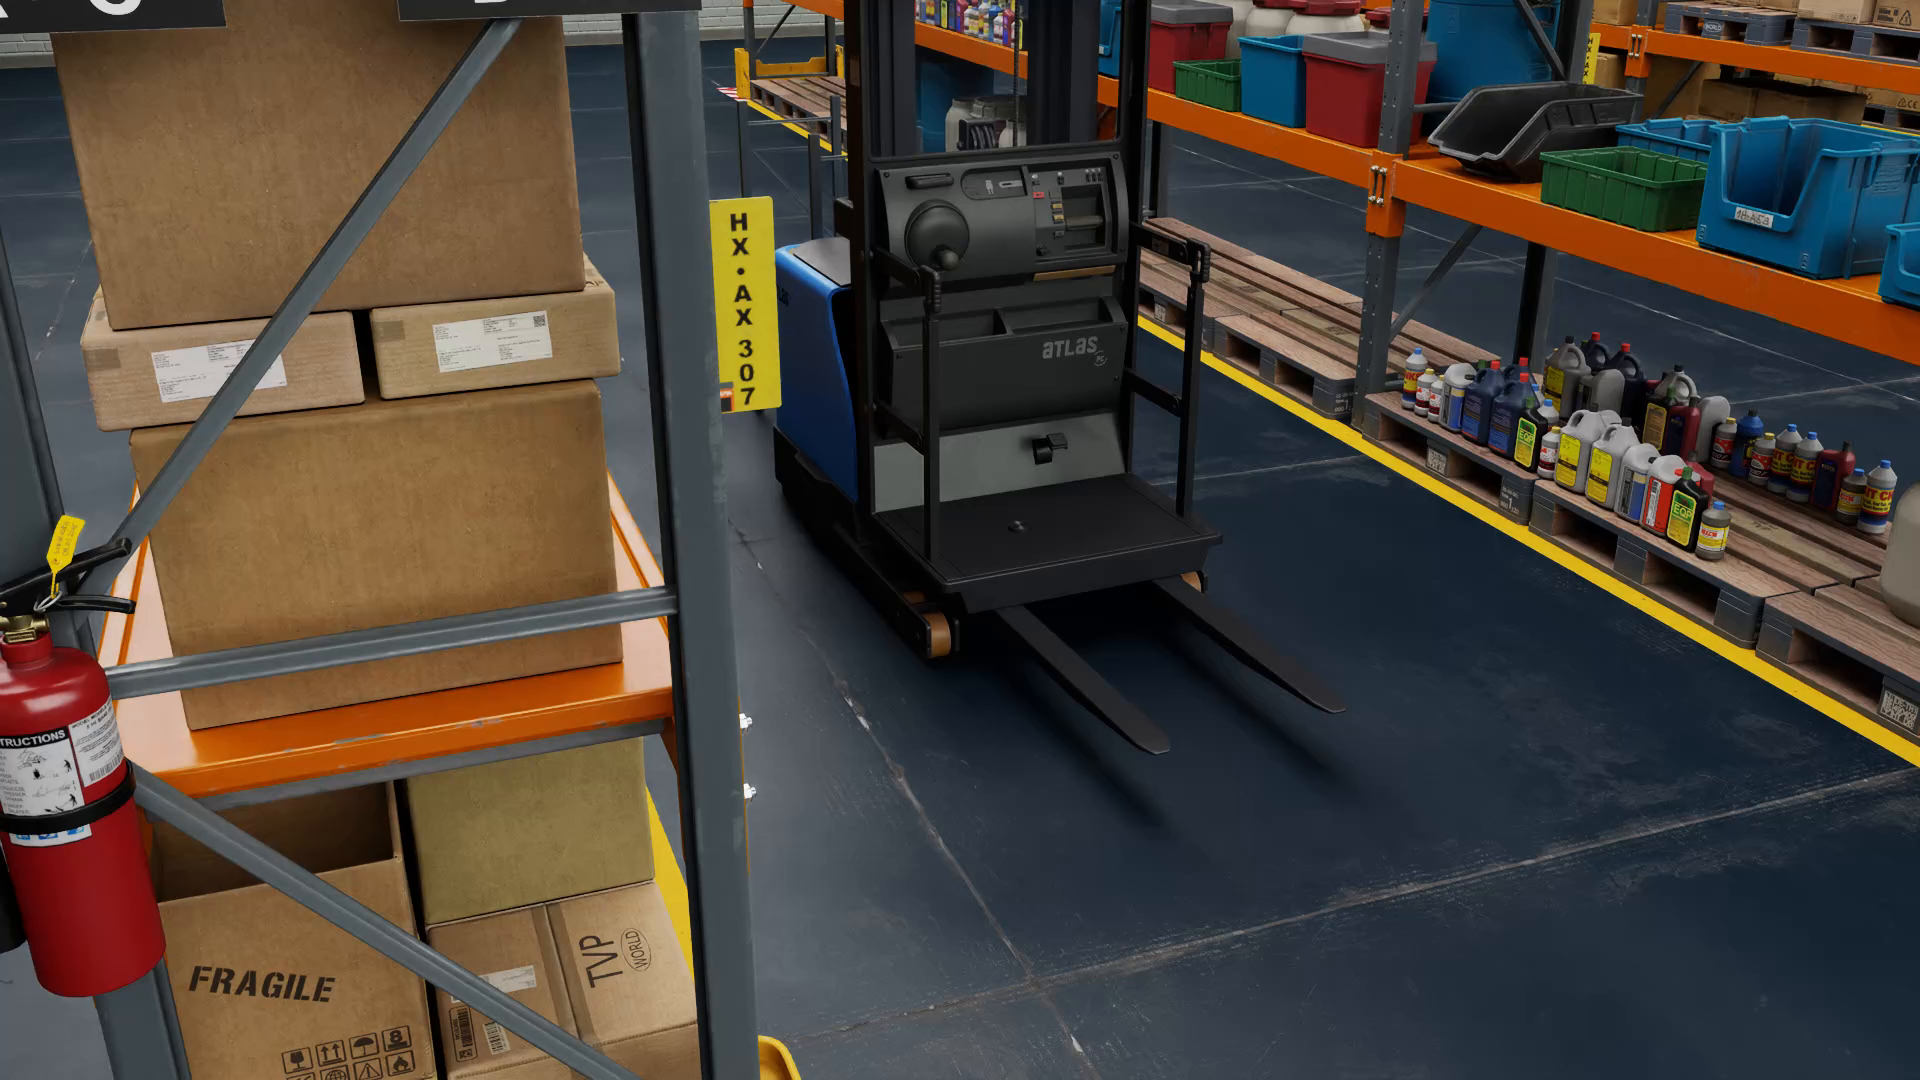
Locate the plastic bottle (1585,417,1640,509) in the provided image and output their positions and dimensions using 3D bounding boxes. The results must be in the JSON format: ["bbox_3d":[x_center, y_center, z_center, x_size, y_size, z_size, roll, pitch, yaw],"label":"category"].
[{"bbox_3d":[2.556,-0.314,6.478,0.144,0.351,0.185,-7,24,-17],"label":"plastic bottle"}]

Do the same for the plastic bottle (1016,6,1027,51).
[{"bbox_3d":[0.421,-3.461,11.250,0.061,0.283,0.133,-8,24,-19],"label":"plastic bottle"}]

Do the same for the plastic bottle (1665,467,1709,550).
[{"bbox_3d":[2.672,-0.118,6.098,0.061,0.283,0.133,-8,24,-18],"label":"plastic bottle"}]

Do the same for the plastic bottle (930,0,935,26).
[{"bbox_3d":[-0.184,-4.098,12.777,0.097,0.271,0.097,0,23,0],"label":"plastic bottle"}]

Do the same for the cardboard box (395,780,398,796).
[{"bbox_3d":[-1.853,0.534,4.619,0.500,0.250,0.500,-8,24,-19],"label":"cardboard box"}]

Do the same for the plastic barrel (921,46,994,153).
[{"bbox_3d":[-0.024,-3.649,13.707,0.600,0.901,0.708,-8,24,-19],"label":"plastic barrel"}]

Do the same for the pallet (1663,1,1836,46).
[{"bbox_3d":[5.948,-3.773,12.087,1.213,0.211,1.003,-8,24,-19],"label":"pallet"}]

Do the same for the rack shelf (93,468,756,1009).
[{"bbox_3d":[-1.553,-0.237,4.376,1.077,0.370,4.000,-8,24,-19],"label":"rack shelf"}]

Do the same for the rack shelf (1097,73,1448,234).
[{"bbox_3d":[1.670,-2.368,9.433,1.077,0.370,4.000,-8,24,-19],"label":"rack shelf"}]

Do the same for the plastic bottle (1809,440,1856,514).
[{"bbox_3d":[3.377,-0.257,6.429,0.061,0.283,0.133,-8,24,-18],"label":"plastic bottle"}]

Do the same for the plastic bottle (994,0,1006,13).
[{"bbox_3d":[0.318,-4.249,13.134,0.097,0.271,0.097,0,23,0],"label":"plastic bottle"}]

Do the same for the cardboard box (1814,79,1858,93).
[{"bbox_3d":[9.061,-4.748,16.831,0.500,0.500,0.500,-7,24,-17],"label":"cardboard box"}]

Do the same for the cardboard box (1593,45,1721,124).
[{"bbox_3d":[5.372,-3.574,13.563,1.225,0.875,0.875,-10,25,-21],"label":"cardboard box"}]

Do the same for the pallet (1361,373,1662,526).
[{"bbox_3d":[2.574,-0.438,7.518,1.003,0.211,1.213,-8,24,-19],"label":"pallet"}]

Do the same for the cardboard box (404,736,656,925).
[{"bbox_3d":[-1.006,0.480,3.784,0.500,0.500,0.500,-8,24,-19],"label":"cardboard box"}]

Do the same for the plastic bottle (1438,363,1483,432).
[{"bbox_3d":[2.219,-0.631,7.326,0.152,0.276,0.135,-7,24,-17],"label":"plastic bottle"}]

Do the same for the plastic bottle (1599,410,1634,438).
[{"bbox_3d":[2.620,-0.377,6.723,0.152,0.276,0.135,-8,24,-19],"label":"plastic bottle"}]

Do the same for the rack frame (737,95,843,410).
[{"bbox_3d":[-0.803,-1.383,8.101,0.500,1.500,0.032,-10,25,-22],"label":"rack frame"}]

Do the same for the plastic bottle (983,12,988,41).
[{"bbox_3d":[0.213,-3.658,11.822,0.097,0.201,0.097,0,23,0],"label":"plastic bottle"}]

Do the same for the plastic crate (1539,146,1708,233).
[{"bbox_3d":[2.592,-1.343,6.348,0.450,0.188,0.662,-8,24,-19],"label":"plastic crate"}]

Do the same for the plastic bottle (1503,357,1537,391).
[{"bbox_3d":[2.408,-0.625,7.214,0.144,0.351,0.185,-8,24,-19],"label":"plastic bottle"}]

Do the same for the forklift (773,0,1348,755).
[{"bbox_3d":[0.251,-1.127,5.650,1.130,2.935,3.031,-10,25,-22],"label":"forklift"}]

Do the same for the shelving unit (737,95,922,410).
[{"bbox_3d":[-0.599,-1.202,7.672,0.538,1.500,1.048,-10,25,-22],"label":"shelving unit"}]

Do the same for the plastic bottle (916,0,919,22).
[{"bbox_3d":[-0.300,-4.186,13.074,0.097,0.201,0.097,0,23,0],"label":"plastic bottle"}]

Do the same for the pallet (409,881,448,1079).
[{"bbox_3d":[-1.155,1.171,3.699,1.003,0.211,1.213,-8,24,-19],"label":"pallet"}]

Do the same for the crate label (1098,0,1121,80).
[{"bbox_3d":[1.061,-3.045,10.066,0.502,0.435,0.616,-8,24,-19],"label":"crate label"}]

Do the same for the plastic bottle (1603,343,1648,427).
[{"bbox_3d":[2.941,-0.691,7.371,0.144,0.351,0.185,-10,25,-22],"label":"plastic bottle"}]

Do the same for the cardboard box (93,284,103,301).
[{"bbox_3d":[-1.253,-0.394,2.859,0.380,0.149,0.250,-8,24,-18],"label":"cardboard box"}]

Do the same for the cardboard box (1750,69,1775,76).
[{"bbox_3d":[9.031,-5.259,18.496,0.380,0.149,0.250,-9,25,-21],"label":"cardboard box"}]

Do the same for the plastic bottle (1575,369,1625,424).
[{"bbox_3d":[2.811,-0.627,7.316,0.152,0.276,0.135,-8,24,-19],"label":"plastic bottle"}]

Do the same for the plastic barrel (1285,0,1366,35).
[{"bbox_3d":[1.984,-2.680,9.071,0.433,0.535,0.433,0,23,0],"label":"plastic barrel"}]

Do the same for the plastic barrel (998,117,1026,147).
[{"bbox_3d":[0.491,-2.842,12.293,0.421,0.512,0.421,0,23,0],"label":"plastic barrel"}]

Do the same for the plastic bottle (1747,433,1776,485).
[{"bbox_3d":[3.249,-0.331,6.711,0.097,0.201,0.097,0,23,0],"label":"plastic bottle"}]

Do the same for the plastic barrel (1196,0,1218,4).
[{"bbox_3d":[1.526,-3.134,10.179,0.421,0.512,0.421,0,23,0],"label":"plastic barrel"}]

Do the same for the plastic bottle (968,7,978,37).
[{"bbox_3d":[0.110,-3.764,12.074,0.097,0.201,0.097,0,23,0],"label":"plastic bottle"}]

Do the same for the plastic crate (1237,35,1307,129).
[{"bbox_3d":[1.695,-2.324,8.422,0.392,0.384,0.575,-8,24,-19],"label":"plastic crate"}]

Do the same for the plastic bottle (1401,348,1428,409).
[{"bbox_3d":[2.079,-0.743,7.596,0.097,0.271,0.097,0,23,0],"label":"plastic bottle"}]

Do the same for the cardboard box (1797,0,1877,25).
[{"bbox_3d":[5.974,-3.590,11.058,0.500,0.250,0.500,-9,24,-20],"label":"cardboard box"}]

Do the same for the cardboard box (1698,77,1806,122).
[{"bbox_3d":[5.862,-3.263,12.316,0.500,0.250,0.500,-7,24,-17],"label":"cardboard box"}]

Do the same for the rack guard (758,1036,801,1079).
[{"bbox_3d":[-0.838,1.319,2.976,1.175,0.500,0.348,-8,24,-19],"label":"rack guard"}]

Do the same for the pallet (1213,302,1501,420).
[{"bbox_3d":[2.062,-0.968,8.775,1.003,0.211,1.213,-8,24,-19],"label":"pallet"}]

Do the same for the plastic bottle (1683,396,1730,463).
[{"bbox_3d":[3.109,-0.480,6.966,0.152,0.276,0.135,-8,24,-18],"label":"plastic bottle"}]

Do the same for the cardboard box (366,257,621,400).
[{"bbox_3d":[-0.783,-0.359,2.775,0.380,0.149,0.250,-9,24,-19],"label":"cardboard box"}]

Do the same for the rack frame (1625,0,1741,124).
[{"bbox_3d":[5.597,-4.106,12.630,1.000,3.000,0.127,-8,24,-19],"label":"rack frame"}]

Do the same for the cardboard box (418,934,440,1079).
[{"bbox_3d":[-1.312,1.078,3.330,0.500,0.250,0.500,-8,24,-19],"label":"cardboard box"}]

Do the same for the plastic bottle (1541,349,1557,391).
[{"bbox_3d":[2.796,-0.797,7.816,0.097,0.201,0.097,0,23,0],"label":"plastic bottle"}]

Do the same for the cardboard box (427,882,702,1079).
[{"bbox_3d":[-0.827,1.007,3.499,0.500,0.250,0.500,-8,24,-19],"label":"cardboard box"}]

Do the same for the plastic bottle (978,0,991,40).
[{"bbox_3d":[0.178,-3.725,11.892,0.097,0.271,0.097,0,23,0],"label":"plastic bottle"}]

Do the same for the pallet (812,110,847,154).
[{"bbox_3d":[-0.746,-3.857,15.629,1.003,0.211,1.213,-8,24,-19],"label":"pallet"}]

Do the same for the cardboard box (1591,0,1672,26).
[{"bbox_3d":[5.191,-4.297,12.955,0.500,0.500,0.500,-8,24,-17],"label":"cardboard box"}]

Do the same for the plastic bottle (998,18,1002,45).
[{"bbox_3d":[0.316,-3.552,11.570,0.097,0.201,0.097,0,23,0],"label":"plastic bottle"}]

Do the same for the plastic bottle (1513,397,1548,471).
[{"bbox_3d":[2.359,-0.440,6.862,0.061,0.283,0.133,-7,24,-17],"label":"plastic bottle"}]

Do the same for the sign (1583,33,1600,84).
[{"bbox_3d":[2.895,-2.172,7.685,0.100,0.325,0.005,-8,24,-19],"label":"sign"}]

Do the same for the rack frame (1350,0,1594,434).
[{"bbox_3d":[2.376,-1.973,7.569,1.000,3.000,0.127,-8,24,-19],"label":"rack frame"}]
